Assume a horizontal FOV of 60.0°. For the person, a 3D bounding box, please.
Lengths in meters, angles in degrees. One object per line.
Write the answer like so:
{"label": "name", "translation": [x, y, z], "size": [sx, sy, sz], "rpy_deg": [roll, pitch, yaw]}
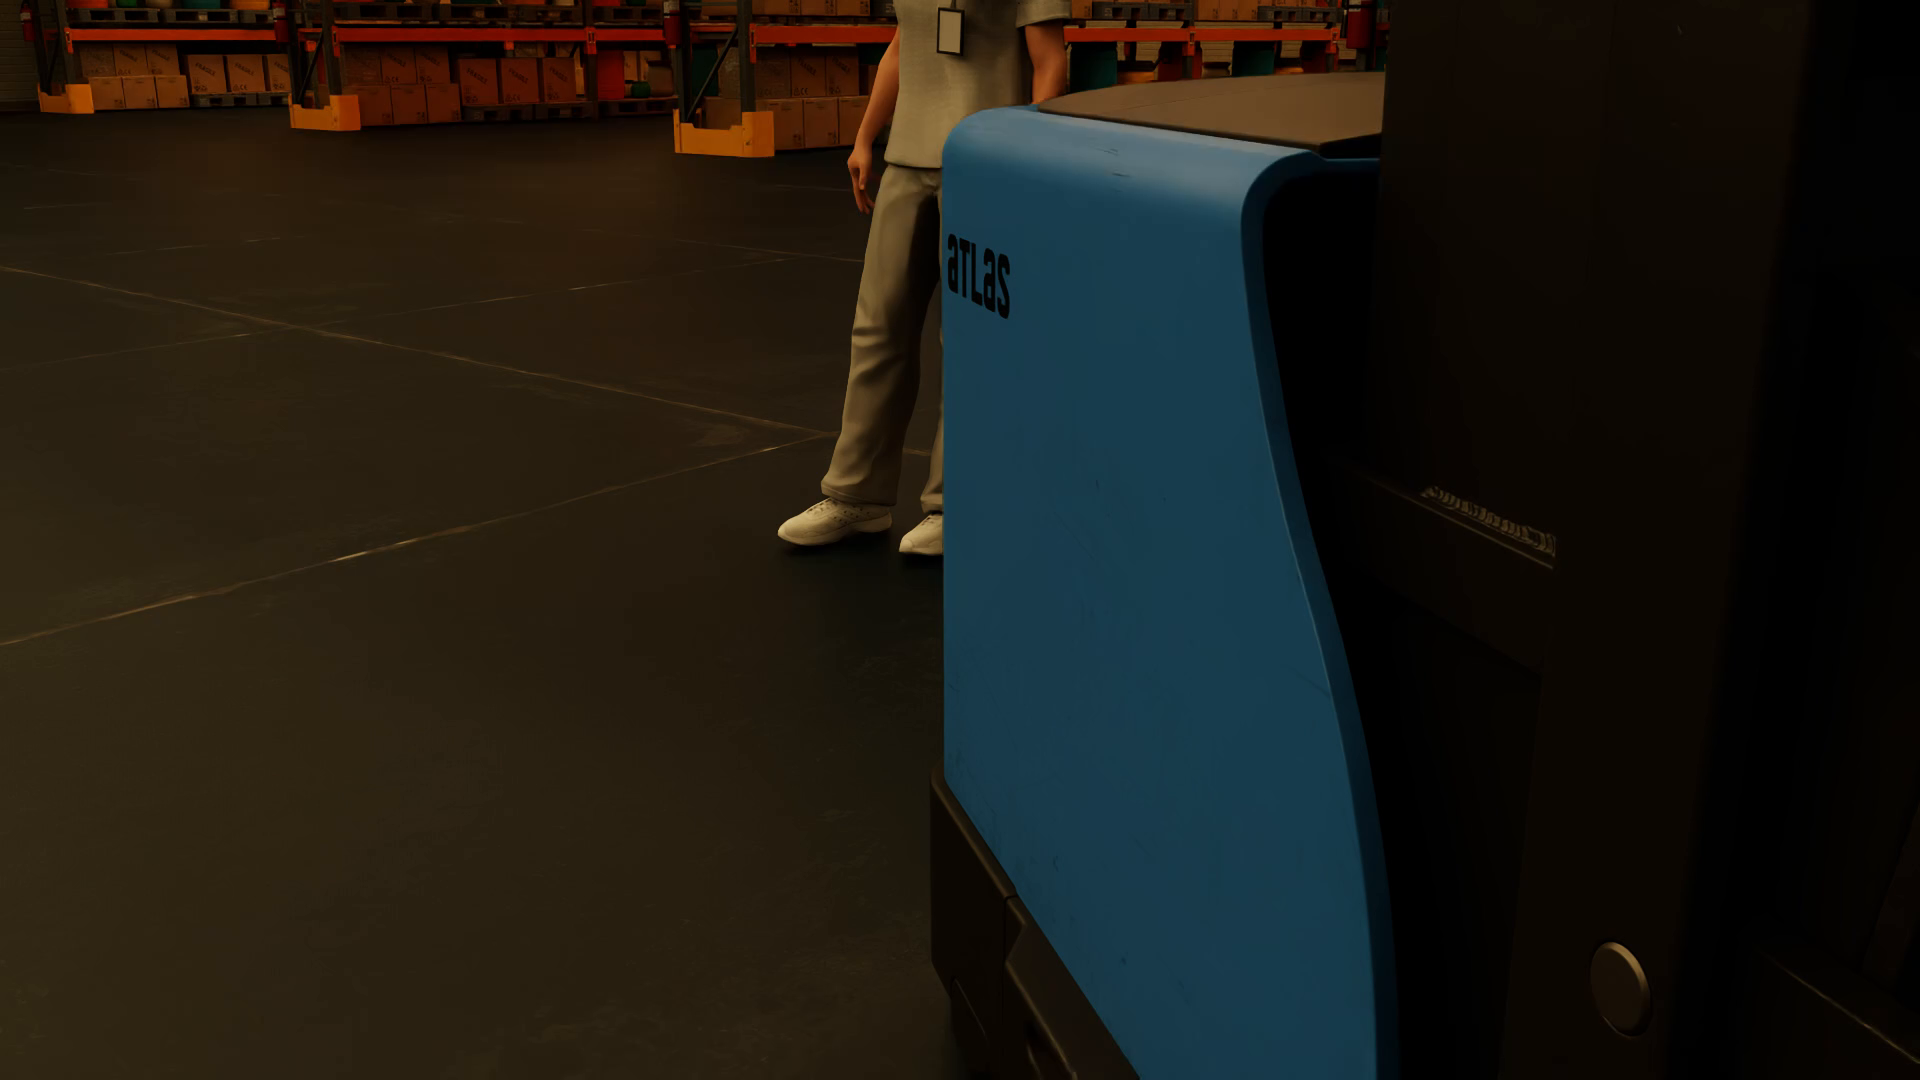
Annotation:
{"label": "person", "translation": [-0.057, -0.795, 3.650], "size": [0.550, 1.675, 0.549], "rpy_deg": [13, 21, 37]}

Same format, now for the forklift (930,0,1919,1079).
{"label": "forklift", "translation": [0.870, -0.469, 0.443], "size": [1.130, 2.935, 3.031], "rpy_deg": [-5, 18, -16]}
